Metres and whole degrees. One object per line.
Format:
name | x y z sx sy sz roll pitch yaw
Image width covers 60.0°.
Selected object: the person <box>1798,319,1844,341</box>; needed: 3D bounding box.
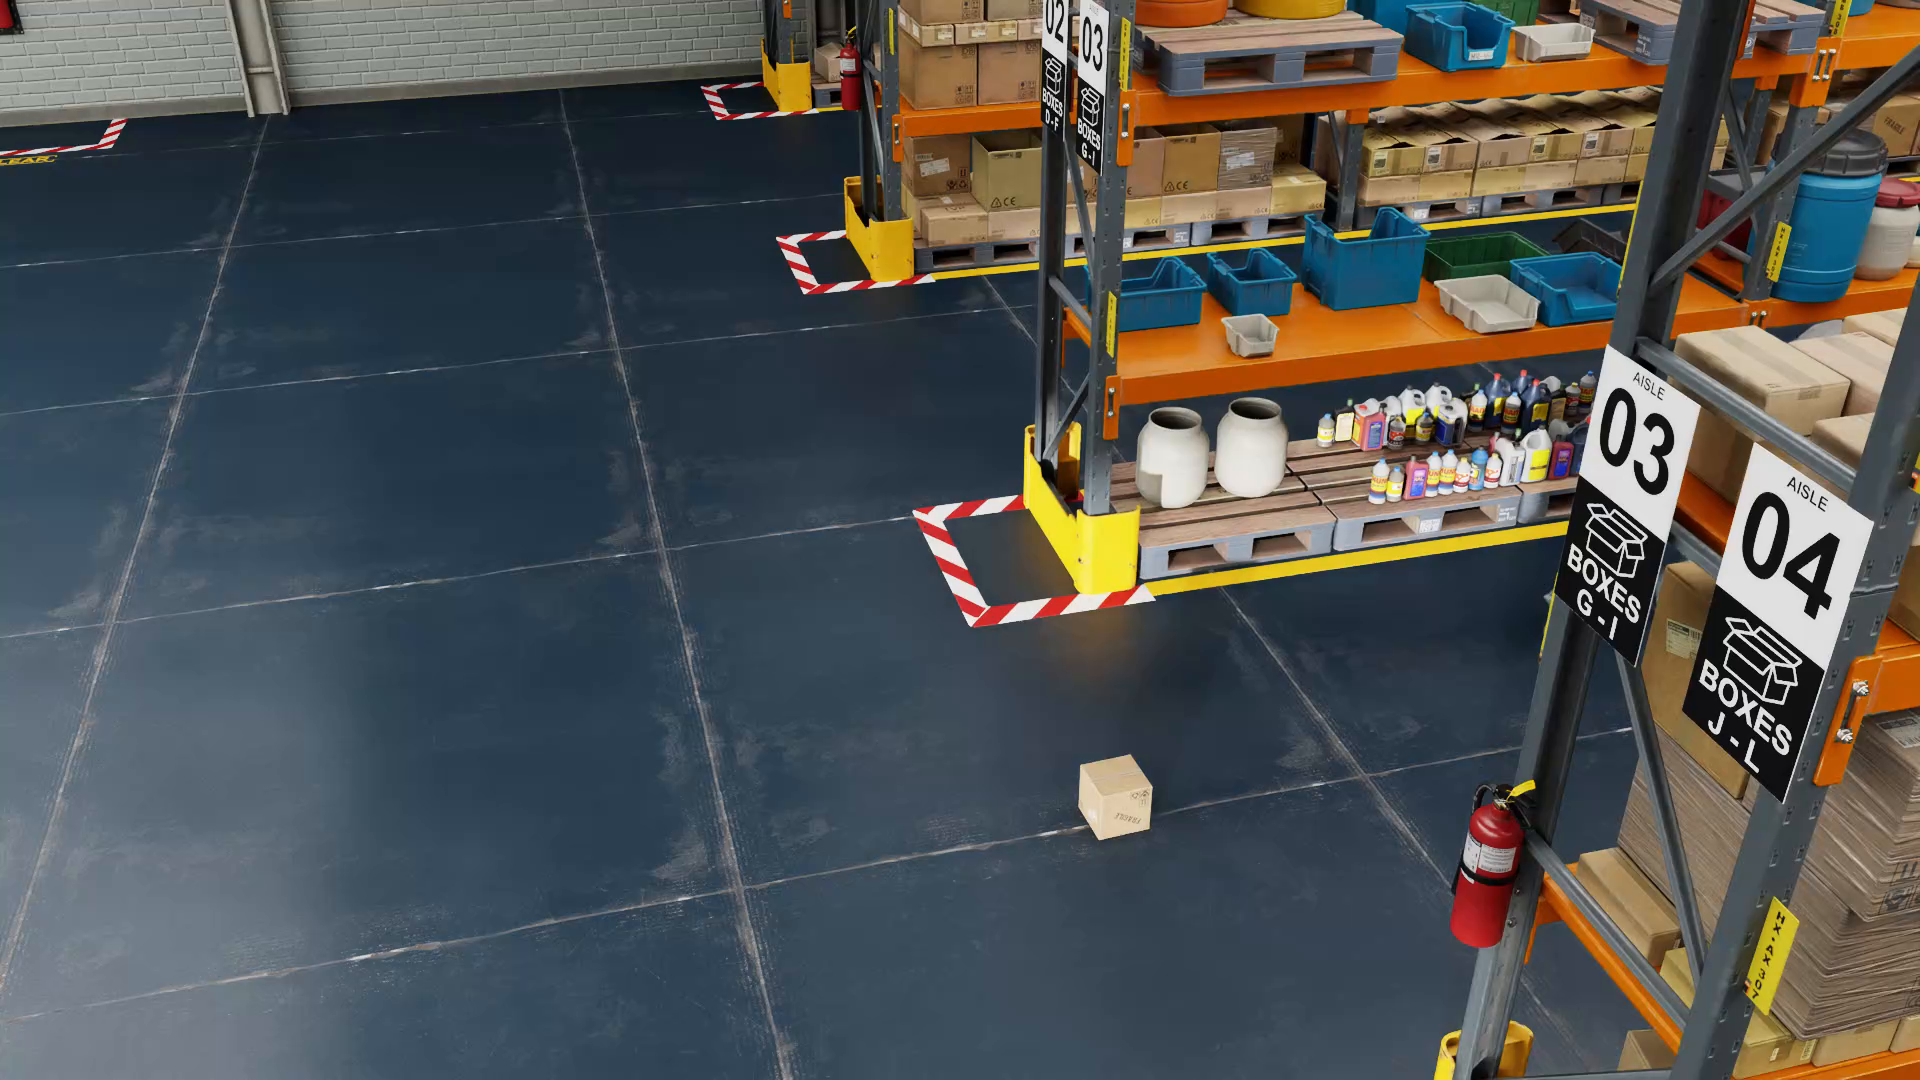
person | 4.463 -0.403 8.872 0.862 1.656 0.465 -9 32 -15
